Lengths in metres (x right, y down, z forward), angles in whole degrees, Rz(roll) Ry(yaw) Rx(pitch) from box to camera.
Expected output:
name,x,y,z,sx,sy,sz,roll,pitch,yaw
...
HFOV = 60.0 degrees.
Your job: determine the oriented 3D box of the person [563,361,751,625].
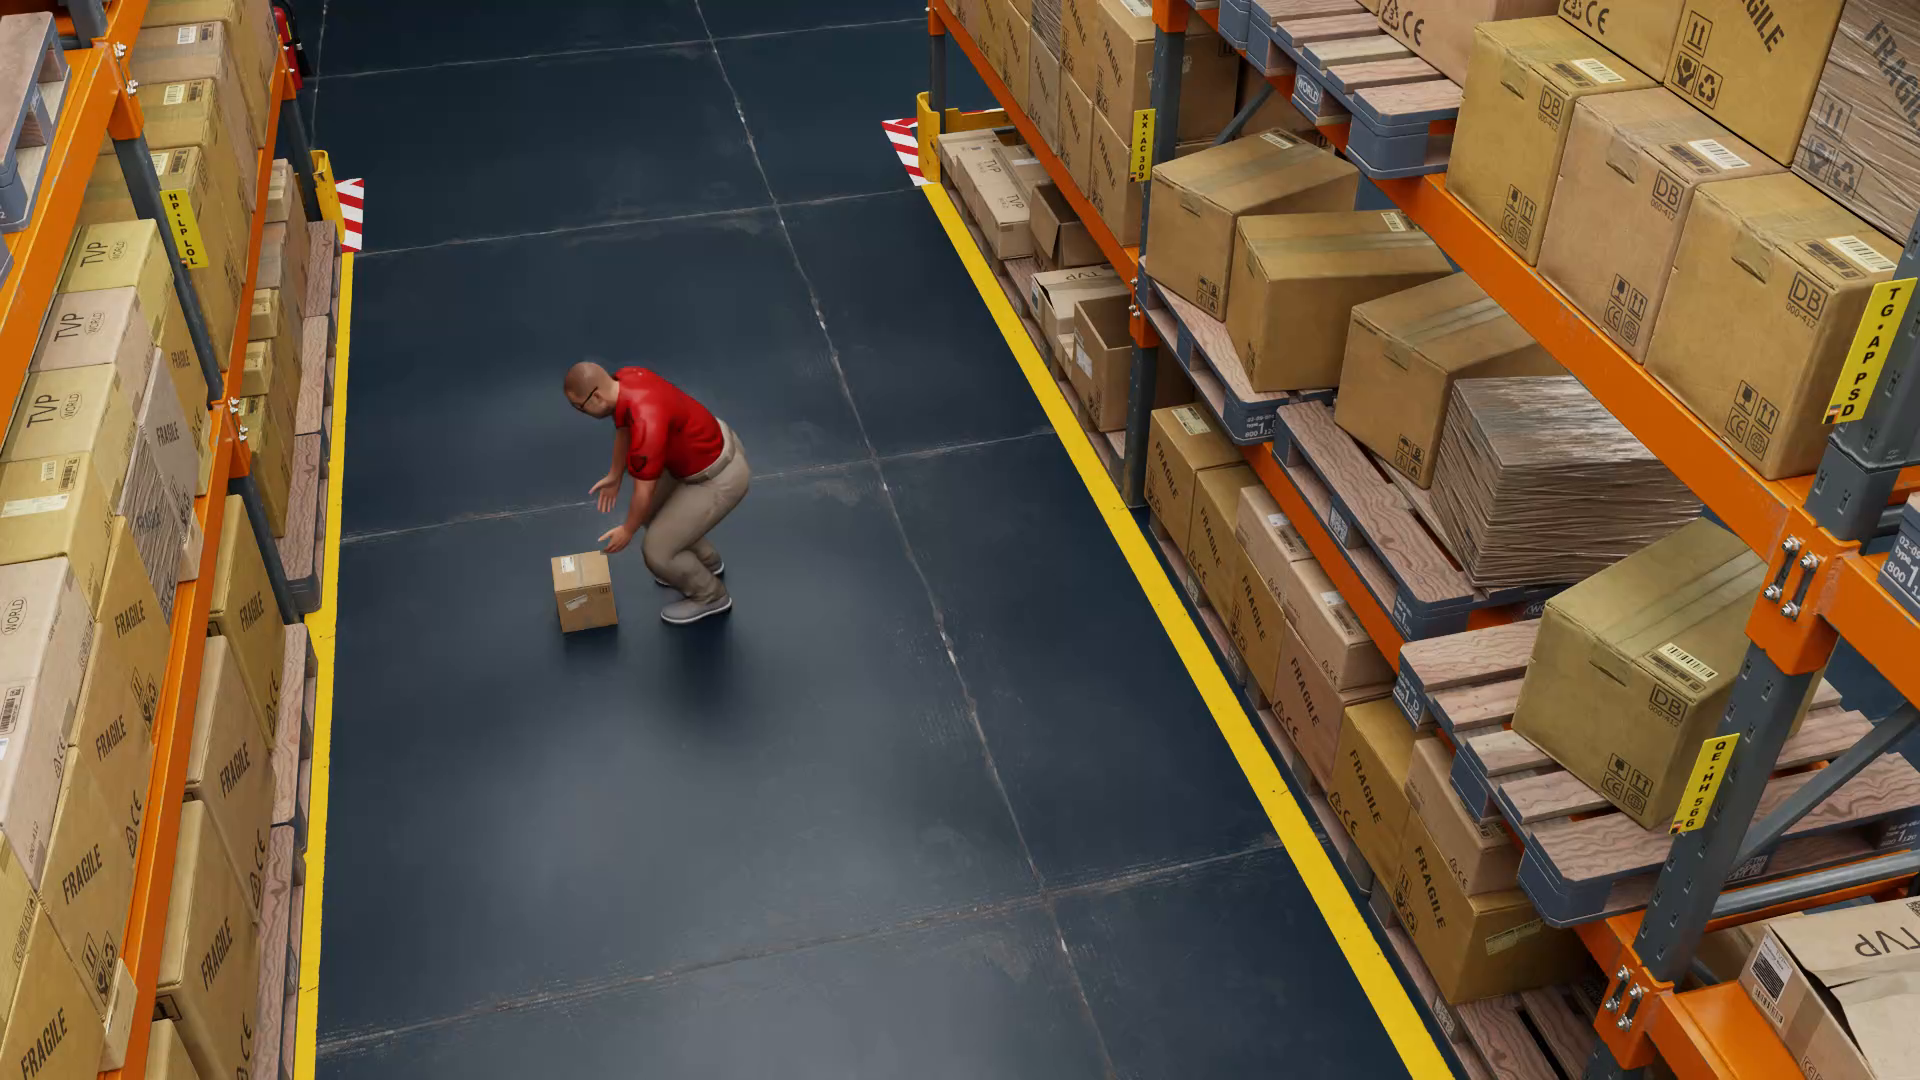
name,x,y,z,sx,sy,sz,roll,pitch,yaw
person,-1.295,-0.245,7.357,0.741,1.349,0.590,-9,39,-12
